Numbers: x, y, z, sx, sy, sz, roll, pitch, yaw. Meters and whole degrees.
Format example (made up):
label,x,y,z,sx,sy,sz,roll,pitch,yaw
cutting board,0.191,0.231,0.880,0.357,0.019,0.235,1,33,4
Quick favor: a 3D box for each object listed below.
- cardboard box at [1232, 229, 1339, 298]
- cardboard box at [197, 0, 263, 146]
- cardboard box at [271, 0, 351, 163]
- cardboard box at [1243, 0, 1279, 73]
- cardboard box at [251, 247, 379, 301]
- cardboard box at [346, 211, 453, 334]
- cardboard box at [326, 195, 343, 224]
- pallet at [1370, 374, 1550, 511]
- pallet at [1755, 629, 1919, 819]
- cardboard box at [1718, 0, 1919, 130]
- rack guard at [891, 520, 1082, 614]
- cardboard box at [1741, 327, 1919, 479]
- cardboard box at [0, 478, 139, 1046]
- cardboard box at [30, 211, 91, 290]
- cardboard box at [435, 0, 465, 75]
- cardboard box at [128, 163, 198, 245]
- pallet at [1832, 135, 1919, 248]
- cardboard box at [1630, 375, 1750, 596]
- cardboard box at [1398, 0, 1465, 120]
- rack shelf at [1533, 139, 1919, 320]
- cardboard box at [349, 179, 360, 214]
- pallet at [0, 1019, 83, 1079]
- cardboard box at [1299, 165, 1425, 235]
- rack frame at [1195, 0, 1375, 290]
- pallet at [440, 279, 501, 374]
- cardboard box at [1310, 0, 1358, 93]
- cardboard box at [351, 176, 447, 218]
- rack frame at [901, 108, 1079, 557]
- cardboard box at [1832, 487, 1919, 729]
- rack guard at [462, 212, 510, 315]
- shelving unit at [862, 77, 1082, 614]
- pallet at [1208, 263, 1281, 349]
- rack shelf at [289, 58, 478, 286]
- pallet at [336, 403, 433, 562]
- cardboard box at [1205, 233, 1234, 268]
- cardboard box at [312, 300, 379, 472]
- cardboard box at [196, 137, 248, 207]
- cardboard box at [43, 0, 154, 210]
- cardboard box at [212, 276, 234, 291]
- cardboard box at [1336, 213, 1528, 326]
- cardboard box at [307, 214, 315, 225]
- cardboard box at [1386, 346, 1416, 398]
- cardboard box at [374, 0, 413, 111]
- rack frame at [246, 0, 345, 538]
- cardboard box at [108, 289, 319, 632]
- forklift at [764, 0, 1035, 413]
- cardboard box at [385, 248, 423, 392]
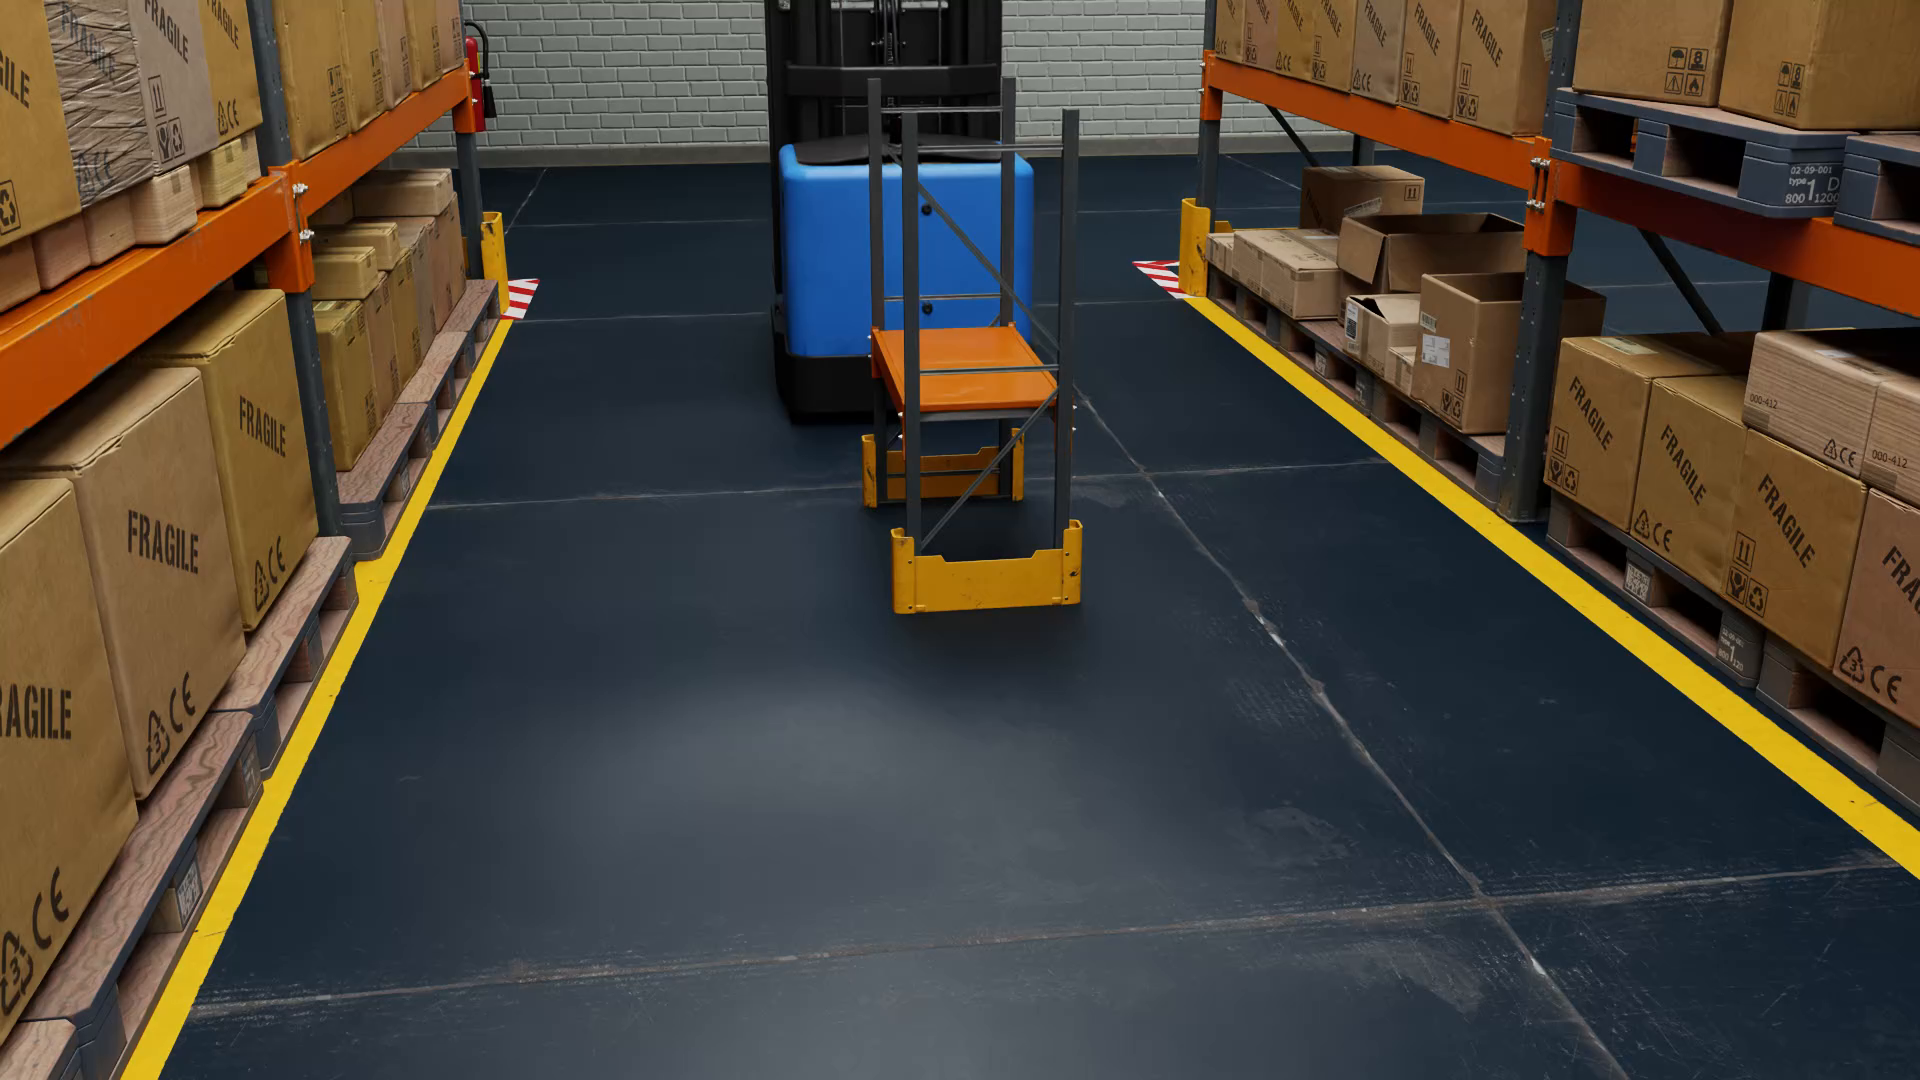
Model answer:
label,x,y,z,sx,sy,sz,roll,pitch,yaw
cardboard box,1.718,-1.429,8.557,0.500,0.250,0.500,-3,21,-8
cardboard box,-2.161,-1.299,4.312,0.500,0.500,0.500,-3,21,-9
cardboard box,-2.539,-1.580,5.231,0.980,0.700,0.700,-3,21,-7
cardboard box,1.731,-2.589,8.217,0.500,0.500,0.500,-3,21,-8
cardboard box,-2.352,-0.973,6.078,0.380,0.149,0.250,-2,21,-6
cardboard box,-2.781,-1.251,7.751,0.700,0.500,0.500,-3,21,-8
cardboard box,-2.922,-1.411,7.253,0.380,0.149,0.250,-3,21,-7
pallet,2.327,-0.434,6.576,1.003,0.211,1.213,-3,21,-8
pallet,2.759,0.507,4.057,1.003,0.211,1.213,-3,21,-8
cardboard box,2.434,-1.336,4.262,0.700,0.500,0.500,0,20,1
rack guard,0.083,0.082,5.140,0.587,0.250,0.087,-3,21,-8
cardboard box,2.398,-0.363,4.272,0.500,0.250,0.500,-3,21,-8
cardboard box,-1.996,0.379,2.886,0.750,0.750,0.750,-3,21,-8
cardboard box,-2.008,-0.598,3.360,0.380,0.149,0.250,-3,21,-9
cardboard box,-2.970,-2.600,7.963,0.980,0.700,0.700,-2,21,-5
cardboard box,-1.999,-0.773,3.830,0.380,0.149,0.250,-3,21,-8
pallet,2.716,-0.700,3.579,1.003,0.211,1.213,-3,21,-8
cardboard box,2.341,-0.173,4.837,0.500,0.500,0.500,-3,21,-7
cardboard box,2.023,-1.888,6.340,0.500,0.500,0.500,-2,21,-6
rack shelf,2.713,-0.473,3.723,1.077,0.370,4.000,-3,21,-8
cardboard box,-2.995,-1.586,7.721,0.380,0.149,0.250,-3,21,-8
pallet,-1.939,1.163,2.299,1.003,0.211,1.213,-3,21,-8
cardboard box,2.170,-1.746,9.049,0.500,0.500,0.500,-3,21,-8
rack frame,1.848,-2.887,9.159,1.000,3.000,0.127,-3,21,-8
pallet,-2.861,-1.057,8.244,1.003,0.211,1.213,-3,21,-8
cardboard box,1.871,-2.242,7.288,0.500,0.500,0.500,-3,21,-7
cardboard box,-2.617,-1.605,7.770,0.380,0.149,0.250,-2,21,-6
rack frame,0.086,-0.497,4.903,0.500,1.500,0.032,-3,21,-8
cardboard box,2.478,0.175,3.904,0.500,0.500,0.500,-4,21,-10
rack guard,-3.057,-1.473,8.946,1.175,0.500,0.348,-3,21,-8
shelving unit,0.011,-0.676,5.383,0.587,1.500,1.083,-3,21,-8
pallet,1.975,-1.278,8.838,1.003,0.211,1.213,-3,21,-8
rack shelf,-2.765,-1.606,6.758,1.077,0.370,4.000,-3,21,-8
pallet,-2.509,-0.212,5.982,1.003,0.211,1.213,-3,21,-8
cardboard box,1.568,-1.595,9.146,0.380,0.149,0.250,-3,21,-8
cardboard box,-2.483,-0.541,5.850,0.700,0.500,0.500,-3,21,-7
cardboard box,-2.088,-0.954,4.313,0.380,0.149,0.250,-3,21,-7
cardboard box,-2.013,-0.949,3.373,0.500,0.500,0.500,-3,21,-8
cardboard box,-2.659,-0.785,5.575,0.380,0.149,0.250,-3,21,-8
cardboard box,2.149,-1.189,7.552,0.797,0.503,0.637,-3,21,-8
cardboard box,-2.849,-1.235,6.781,0.380,0.149,0.250,-3,21,-9
cardboard box,1.949,-0.683,6.702,0.380,0.149,0.250,-3,21,-8
cardboard box,-2.753,-2.085,6.582,0.980,0.700,0.700,-4,21,-10
rack frame,-2.477,-1.251,4.779,1.000,3.000,0.127,-3,21,-8
cardboard box,-2.254,-0.222,4.496,0.750,0.750,0.750,-3,21,-7
forklift,-0.382,-2.378,7.894,1.130,2.935,3.031,-3,21,-7
cardboard box,-2.624,-0.893,6.792,0.700,0.500,0.500,-2,21,-6
